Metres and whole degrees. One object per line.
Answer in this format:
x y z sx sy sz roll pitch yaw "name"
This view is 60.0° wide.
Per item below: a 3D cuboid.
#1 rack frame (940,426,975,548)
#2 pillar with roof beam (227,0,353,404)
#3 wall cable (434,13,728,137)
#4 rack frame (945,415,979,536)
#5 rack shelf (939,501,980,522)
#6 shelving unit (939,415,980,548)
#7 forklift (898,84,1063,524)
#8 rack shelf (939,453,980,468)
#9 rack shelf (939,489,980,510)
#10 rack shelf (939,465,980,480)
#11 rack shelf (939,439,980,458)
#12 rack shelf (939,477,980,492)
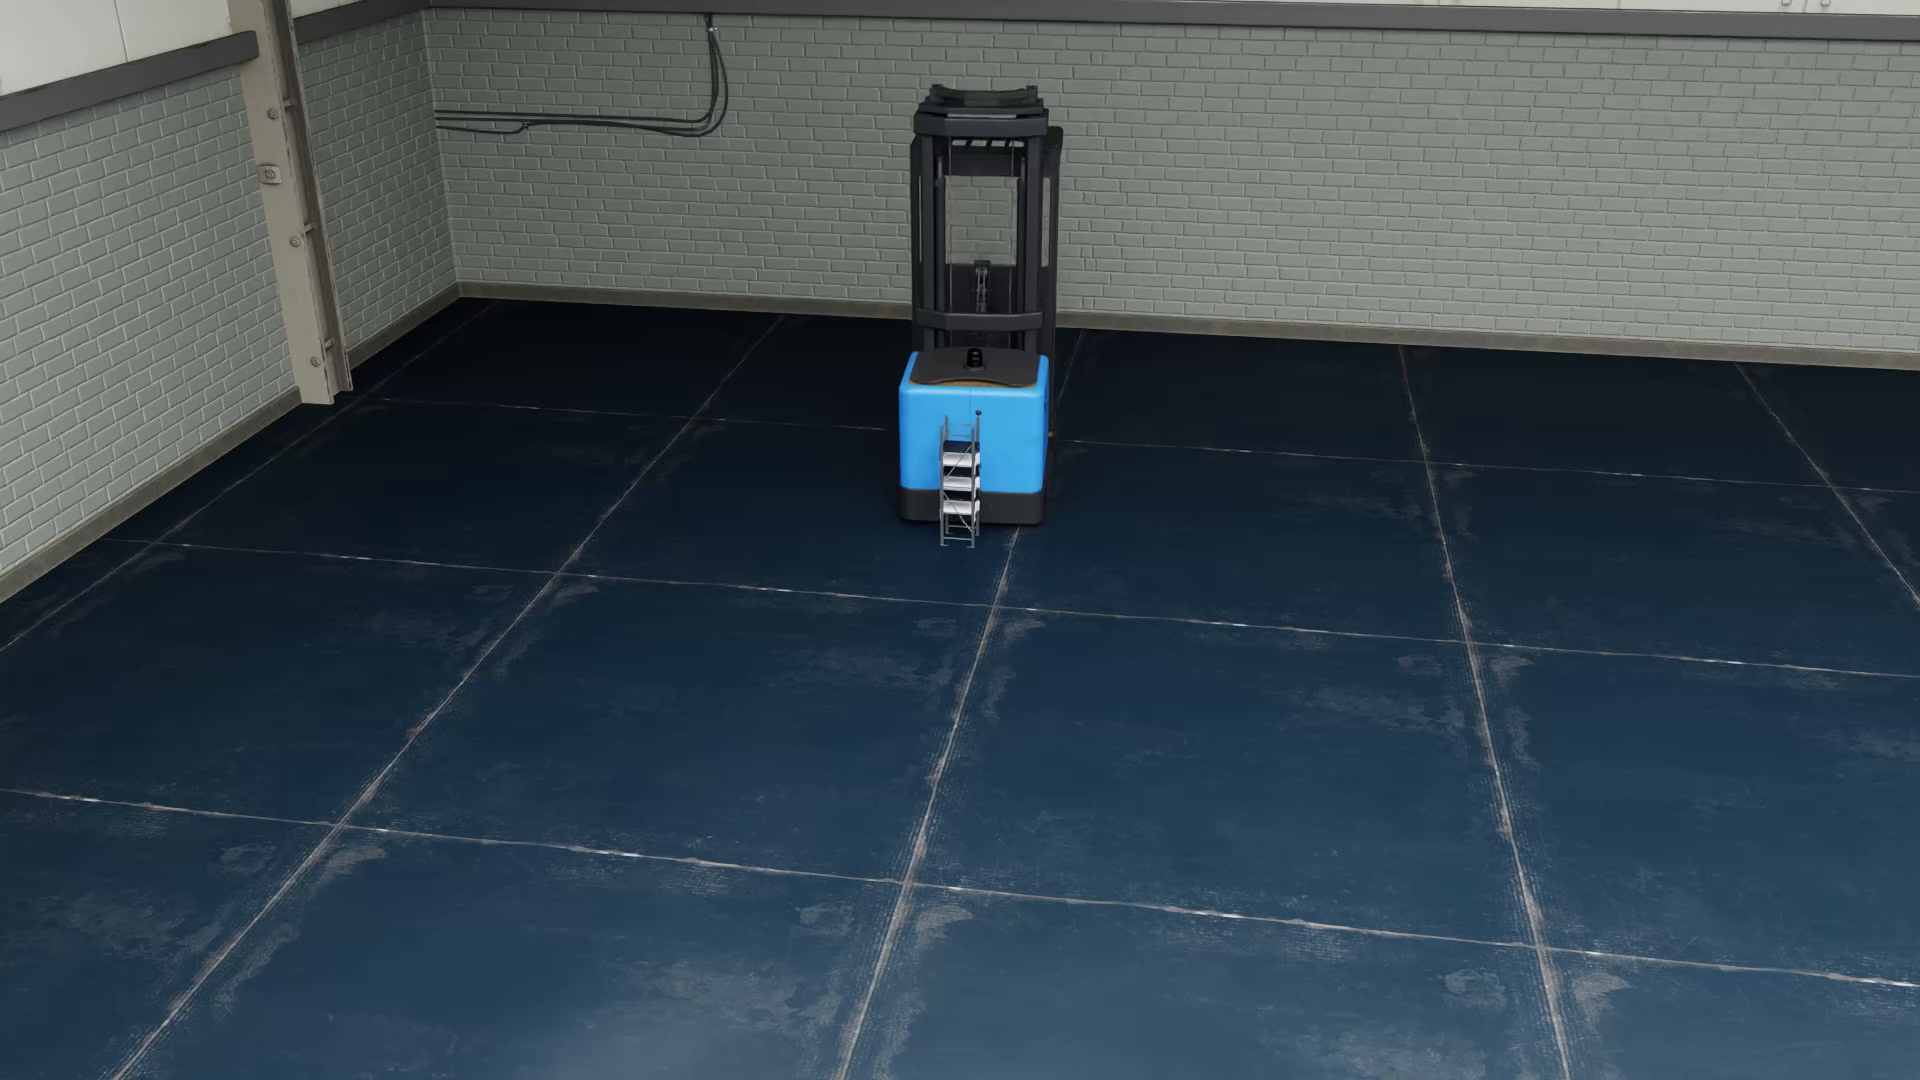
-0.018 -0.362 11.505 0.240 0.900 0.006 4 25 9 "rack frame"
-1.273 -5.035 11.936 9.100 9.000 0.400 4 25 9 "pillar with roof beam"
-3.734 -5.067 15.668 3.097 2.526 0.112 4 25 9 "wall cable"
0.015 -0.447 11.687 0.240 0.900 0.006 4 25 9 "rack frame"
-0.001 -0.211 11.687 0.258 0.077 0.200 4 25 9 "rack shelf"
-0.001 -0.404 11.596 0.258 0.900 0.210 4 25 9 "shelving unit"
0.203 -2.028 12.669 1.130 2.935 3.031 2 25 5 "forklift"
-0.001 -0.537 11.534 0.258 0.077 0.200 4 25 9 "rack shelf"
-0.001 -0.292 11.649 0.258 0.077 0.200 4 25 9 "rack shelf"
-0.001 -0.455 11.572 0.258 0.077 0.200 4 25 9 "rack shelf"
-0.001 -0.619 11.496 0.258 0.077 0.200 4 25 9 "rack shelf"
-0.001 -0.374 11.610 0.258 0.077 0.200 4 25 9 "rack shelf"
